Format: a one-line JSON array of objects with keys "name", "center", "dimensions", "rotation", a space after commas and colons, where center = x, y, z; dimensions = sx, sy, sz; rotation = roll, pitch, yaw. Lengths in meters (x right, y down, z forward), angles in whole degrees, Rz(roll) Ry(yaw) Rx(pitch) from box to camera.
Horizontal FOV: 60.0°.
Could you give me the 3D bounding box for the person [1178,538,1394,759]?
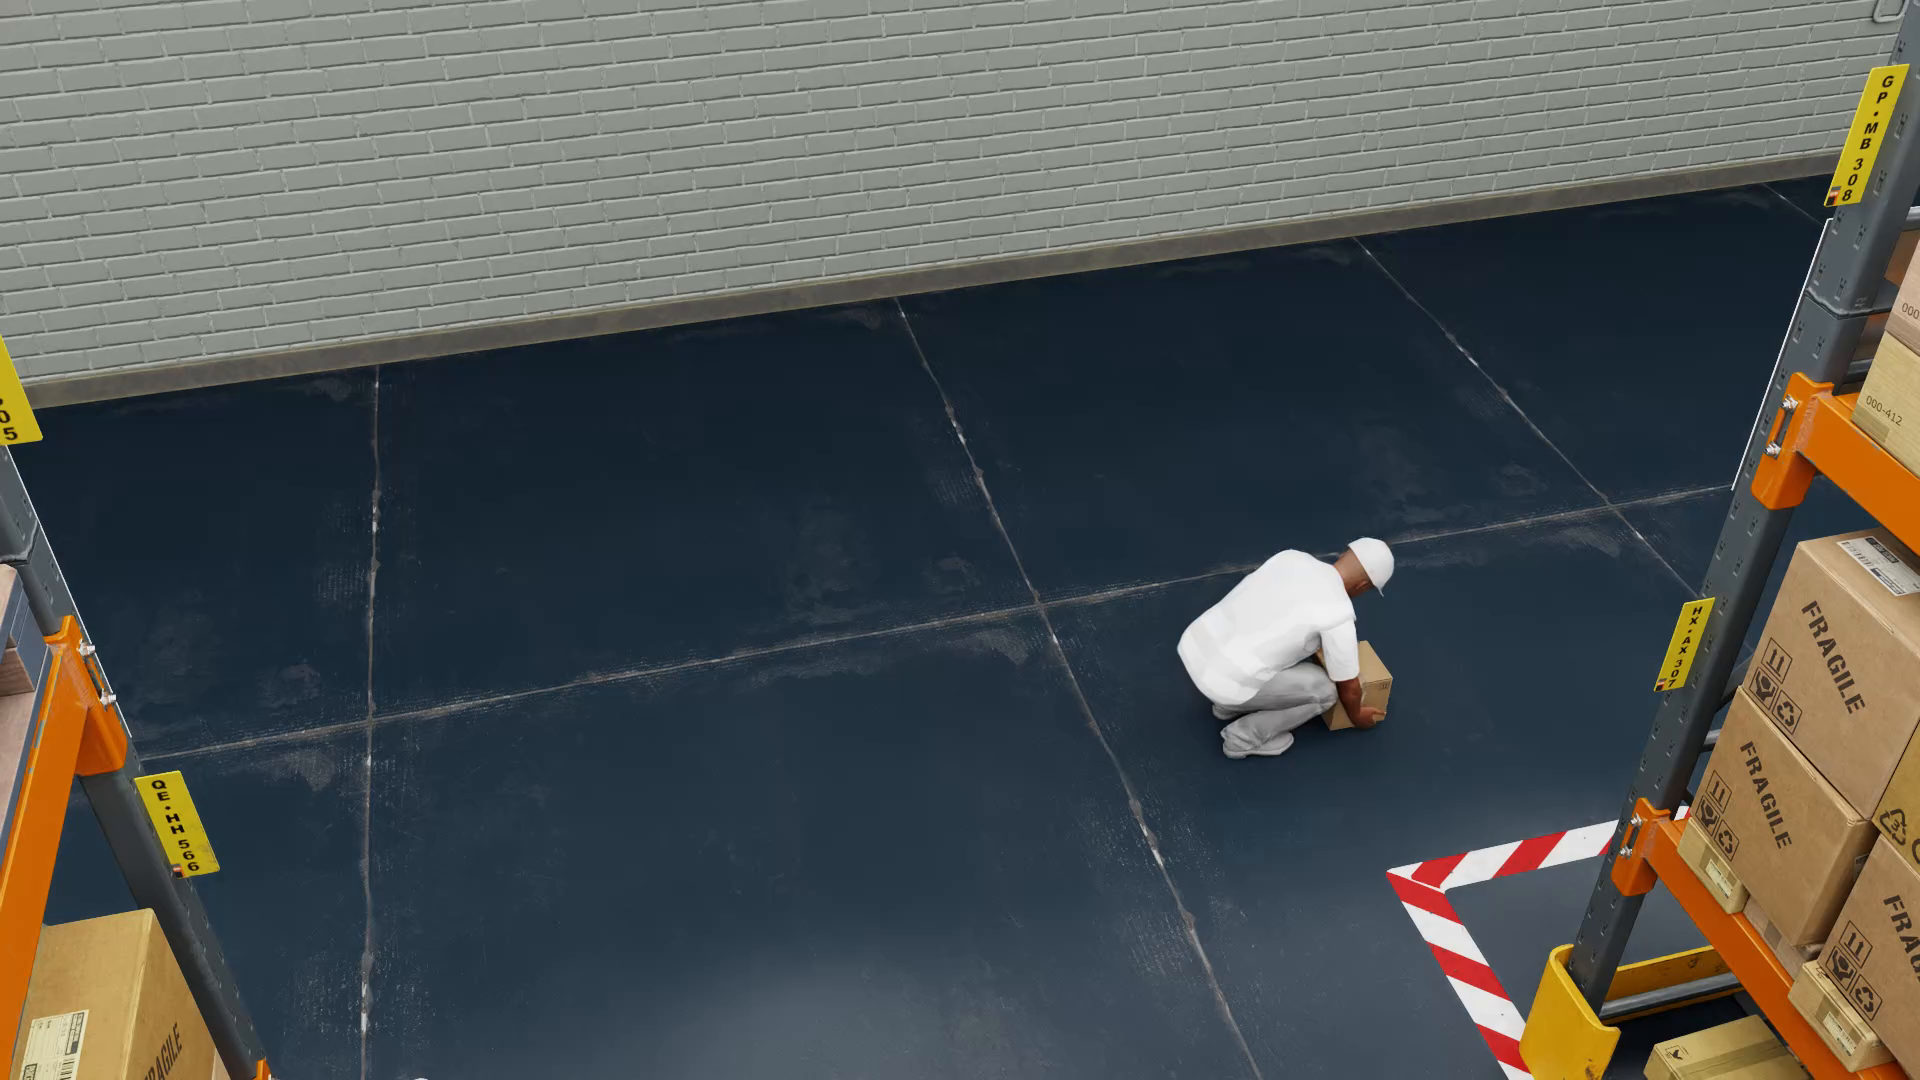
[{"name": "person", "center": [1.348, 0.432, 6.909], "dimensions": [0.900, 0.894, 0.558], "rotation": [-9, 39, -12]}]
